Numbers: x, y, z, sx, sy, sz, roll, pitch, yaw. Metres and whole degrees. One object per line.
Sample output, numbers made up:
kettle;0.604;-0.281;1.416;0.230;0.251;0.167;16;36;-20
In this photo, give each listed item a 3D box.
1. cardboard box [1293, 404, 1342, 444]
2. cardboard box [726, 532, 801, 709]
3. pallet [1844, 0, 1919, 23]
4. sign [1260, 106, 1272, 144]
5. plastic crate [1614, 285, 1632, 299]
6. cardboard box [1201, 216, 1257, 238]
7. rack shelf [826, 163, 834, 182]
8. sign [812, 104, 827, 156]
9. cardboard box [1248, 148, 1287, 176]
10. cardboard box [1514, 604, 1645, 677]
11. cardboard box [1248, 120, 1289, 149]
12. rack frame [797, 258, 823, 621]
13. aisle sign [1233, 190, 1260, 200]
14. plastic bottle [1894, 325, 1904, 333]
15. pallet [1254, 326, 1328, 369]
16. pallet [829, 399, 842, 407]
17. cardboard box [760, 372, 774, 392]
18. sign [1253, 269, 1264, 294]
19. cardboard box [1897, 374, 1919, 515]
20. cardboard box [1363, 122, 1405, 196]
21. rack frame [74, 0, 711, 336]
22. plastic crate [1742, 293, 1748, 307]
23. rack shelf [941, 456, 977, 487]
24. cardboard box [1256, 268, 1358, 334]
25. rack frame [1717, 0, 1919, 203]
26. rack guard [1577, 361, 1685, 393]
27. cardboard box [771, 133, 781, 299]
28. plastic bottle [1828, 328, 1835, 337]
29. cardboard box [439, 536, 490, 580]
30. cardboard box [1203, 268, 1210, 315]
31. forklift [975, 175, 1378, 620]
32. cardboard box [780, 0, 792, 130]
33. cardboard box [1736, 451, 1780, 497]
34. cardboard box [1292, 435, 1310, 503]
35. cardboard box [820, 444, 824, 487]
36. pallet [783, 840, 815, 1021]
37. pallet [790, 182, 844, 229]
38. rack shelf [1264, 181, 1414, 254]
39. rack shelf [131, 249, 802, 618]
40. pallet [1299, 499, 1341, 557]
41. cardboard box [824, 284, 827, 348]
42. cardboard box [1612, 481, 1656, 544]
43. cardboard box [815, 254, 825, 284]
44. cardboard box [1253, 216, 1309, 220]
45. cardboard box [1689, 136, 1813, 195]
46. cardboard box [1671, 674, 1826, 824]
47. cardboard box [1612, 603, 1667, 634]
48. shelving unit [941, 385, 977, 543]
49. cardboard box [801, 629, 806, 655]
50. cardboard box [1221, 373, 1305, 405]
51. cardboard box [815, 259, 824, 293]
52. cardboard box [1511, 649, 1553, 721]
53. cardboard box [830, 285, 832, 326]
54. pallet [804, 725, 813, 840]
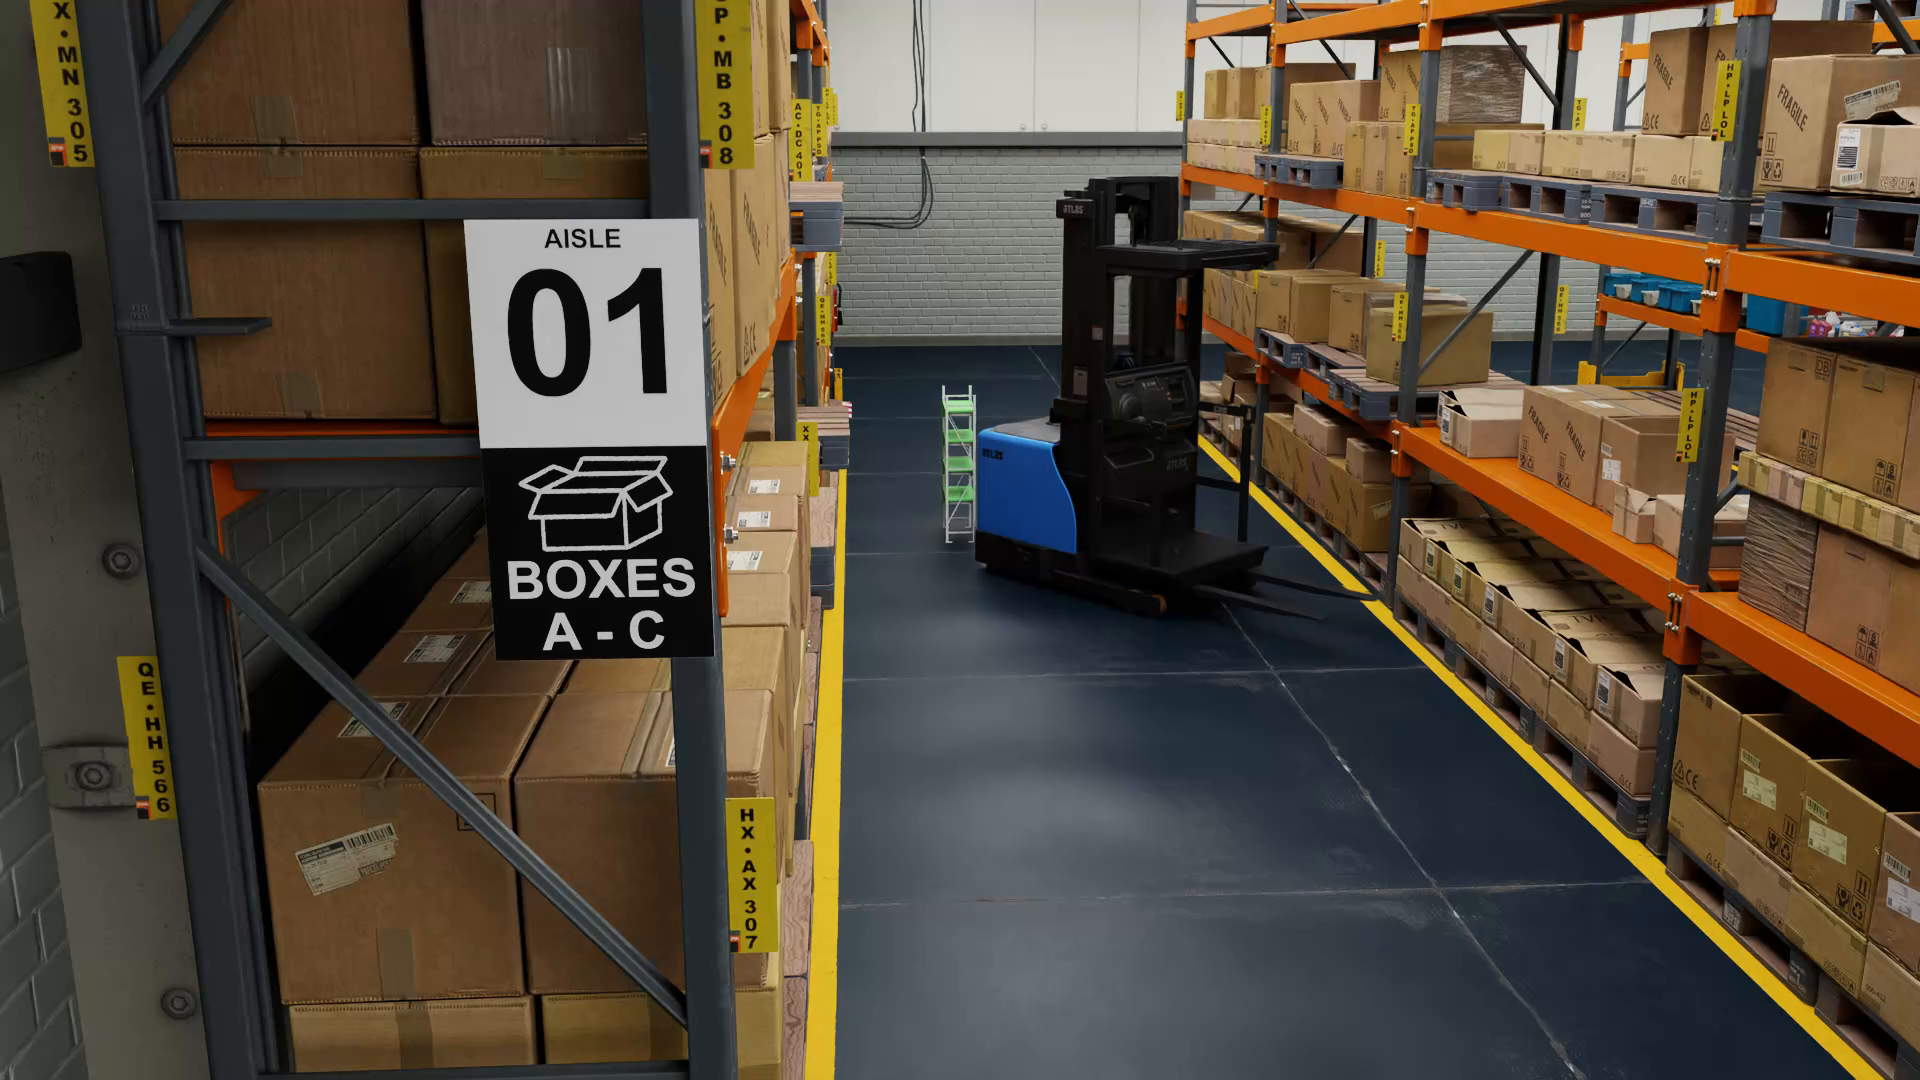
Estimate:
cardboard box;3.100;-0.974;13.920;0.500;0.250;0.500;-1;14;-3
cardboard box;-0.769;0.277;5.185;0.500;0.500;0.500;0;14;-2
pallet;8.278;-4.471;14.027;1.003;0.211;1.213;-1;14;-3
sign;2.711;-3.674;14.728;0.100;0.325;0.005;-1;14;-3
plastic crate;7.572;-2.805;18.818;0.250;0.136;0.298;-1;14;-3
cardboard box;2.834;-3.140;17.502;0.500;0.500;0.500;-1;14;-3
rack shelf;-1.816;-3.505;16.554;1.077;0.370;4.000;-1;14;-3
sign;-0.903;-2.620;10.631;0.100;0.325;0.005;-1;14;-3
cardboard box;2.956;-3.478;15.305;0.500;0.250;0.500;-1;14;-3
cardboard box;3.369;0.516;9.053;0.500;0.311;0.500;-1;14;-4
cardboard box;2.951;-3.720;15.242;0.500;0.250;0.500;-1;14;-3
rack frame;-1.444;-0.909;11.039;1.000;3.000;0.127;-1;14;-3
aisle sign;3.305;-4.256;18.833;0.394;0.787;0.004;-1;14;-3
plastic bottle;8.543;-1.903;15.153;0.152;0.276;0.135;-1;14;-3
pallet;3.192;-1.688;14.451;1.003;0.211;1.213;-1;14;-3
pallet;-1.812;-1.350;18.351;1.003;0.211;1.213;-1;14;-3
cardboard box;-1.293;-0.605;8.774;0.700;0.500;0.500;1;14;4
sign;2.711;-2.390;15.058;0.100;0.325;0.005;-1;14;-3
cardboard box;3.844;-0.308;5.898;0.700;0.500;0.500;-1;14;-3
cardboard box;3.407;-2.722;11.866;0.910;0.500;0.500;-1;14;-3
rack frame;-0.949;-1.825;2.558;1.000;3.000;0.127;-1;14;-3
plastic crate;8.285;-2.411;16.994;0.437;0.282;0.530;-1;14;-3
rack shelf;-0.010;-0.560;13.553;0.258;0.148;0.480;-1;14;-3
cardboard box;3.058;-2.112;14.670;0.700;0.500;0.500;-6;16;-22
rack frame;3.747;-2.897;6.726;1.000;3.000;0.127;-1;14;-3
rack guard;7.934;-1.847;19.700;1.175;0.500;0.348;-1;14;-3
cardboard box;-0.828;-1.040;5.287;0.500;0.500;0.500;-1;15;-6
plastic bottle;7.826;-1.801;14.905;0.097;0.201;0.097;0;14;0
cardboard box;-1.279;0.288;5.145;0.500;0.500;0.500;-1;14;-3
cardboard box;2.834;-2.657;17.631;0.500;0.500;0.500;-1;14;-4
forklift;1.504;-1.023;11.621;1.130;2.935;3.031;-14;20;-42
cardboard box;-0.850;-1.652;5.659;0.500;0.500;0.500;0;14;0
cardboard box;3.571;-0.284;7.108;0.380;0.149;0.250;-1;14;-4
cardboard box;3.106;-0.603;13.982;0.500;0.500;0.500;-1;14;-3
cardboard box;-1.359;-0.256;11.973;0.750;0.750;0.750;-1;14;-4
pallet;-1.120;1.603;6.873;1.003;0.211;1.213;-1;14;-3
pallet;-1.196;-1.689;8.427;1.213;0.211;1.003;-1;14;-3
rack shelf;3.376;-2.588;12.989;1.077;0.370;4.000;-1;14;-3
rack shelf;-1.073;-0.521;4.955;1.077;0.370;4.000;-1;14;-3
pallet;3.419;-0.125;13.587;1.003;0.211;1.213;-1;14;-3
cardboard box;-1.371;-1.868;13.929;0.500;0.500;0.500;-1;14;-3
cardboard box;3.510;-0.142;8.329;0.396;0.266;0.258;-1;14;-5
cardboard box;-1.386;-2.229;13.829;0.500;0.250;0.500;-1;14;-2
cardboard box;3.375;-3.147;17.532;0.500;0.500;0.500;0;14;-2
cardboard box;3.719;-1.728;7.662;0.500;0.250;0.500;1;14;2
cardboard box;3.464;0.894;7.203;0.500;0.500;0.500;-1;14;-3
cardboard box;3.911;0.505;9.092;0.500;0.311;0.500;-1;14;-5
shelving unit;-0.010;-0.622;13.537;0.258;1.200;0.503;-1;14;-3
cardboard box;-0.842;0.386;6.267;0.500;0.250;0.500;-1;14;-3
cardboard box;3.130;-1.452;17.278;0.797;0.503;0.637;-1;14;-3
cardboard box;-1.354;-2.103;13.336;0.500;0.250;0.500;-1;14;-2
cardboard box;3.371;0.785;9.130;0.500;0.250;0.500;-1;14;-2
cardboard box;-1.804;-2.546;16.802;0.980;0.700;0.700;-2;15;-6
pallet;-1.246;1.243;8.272;1.003;0.211;1.213;-1;14;-3
